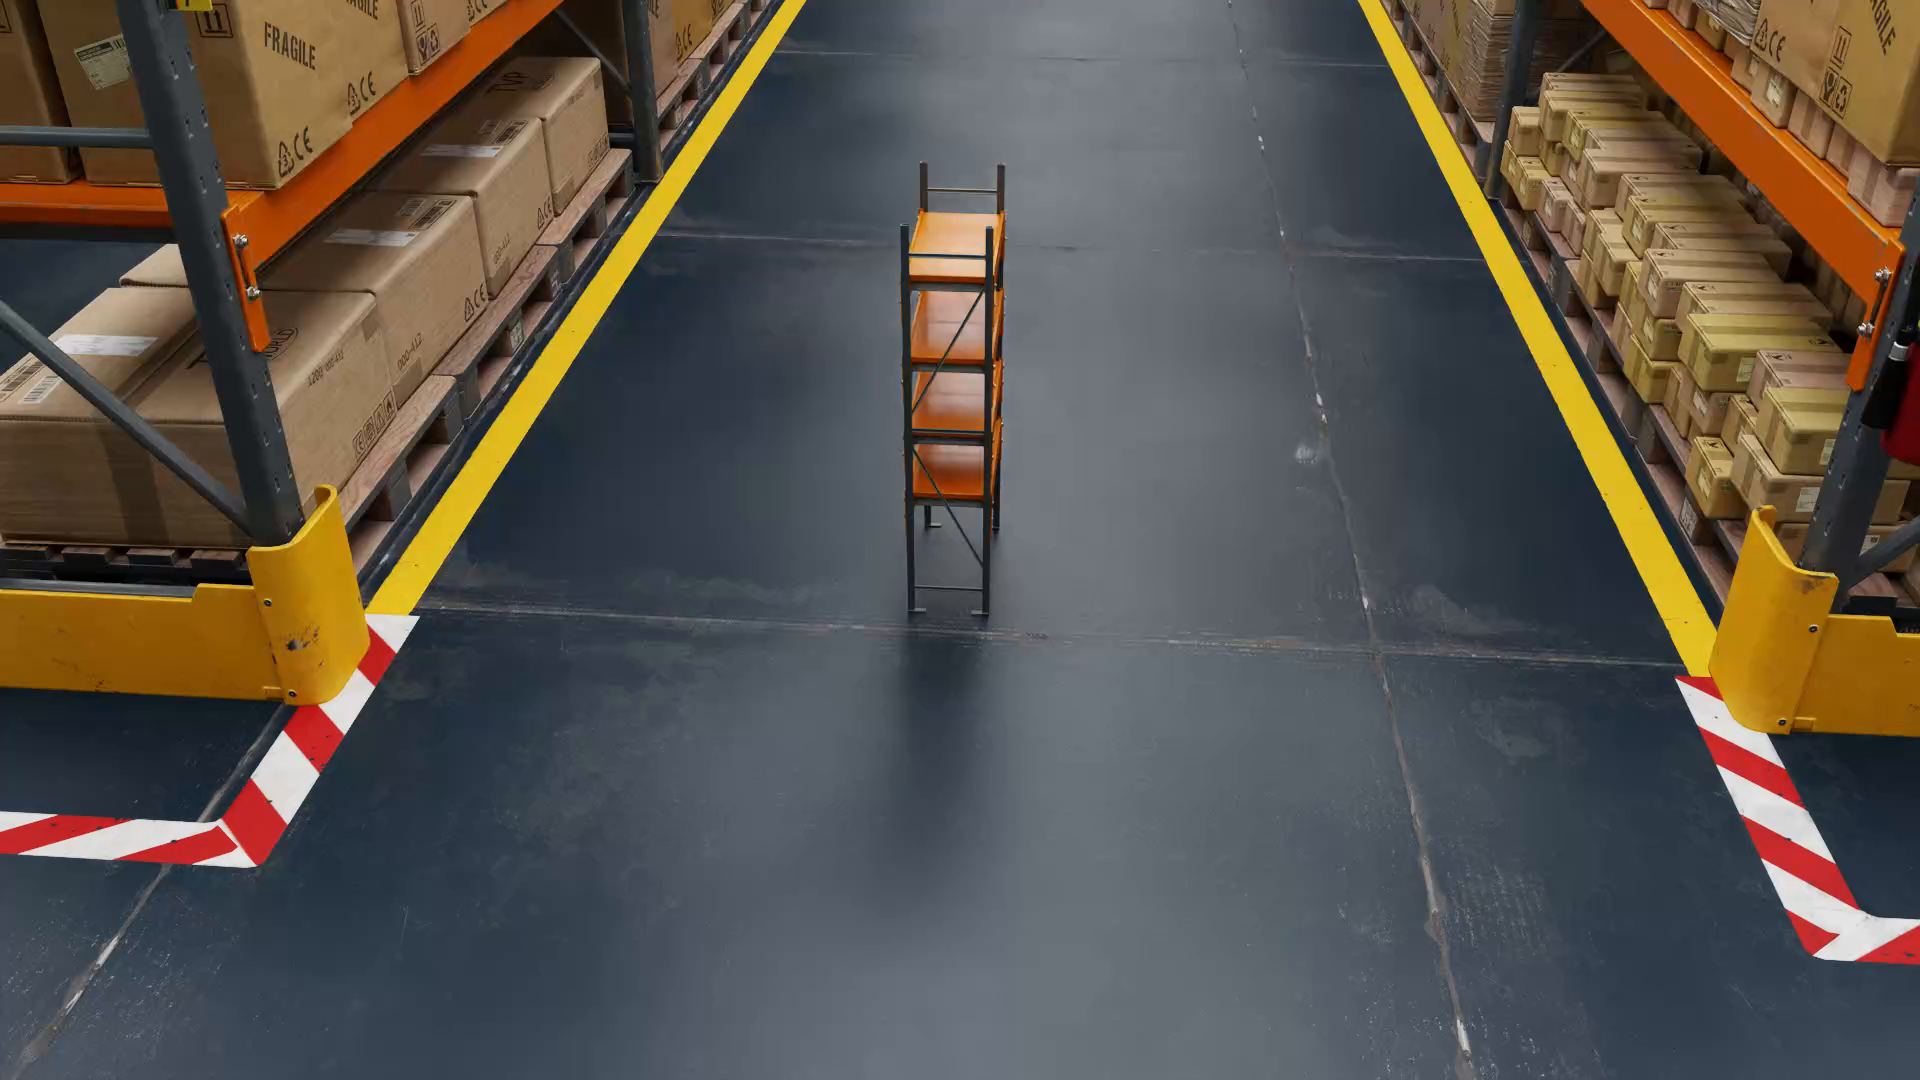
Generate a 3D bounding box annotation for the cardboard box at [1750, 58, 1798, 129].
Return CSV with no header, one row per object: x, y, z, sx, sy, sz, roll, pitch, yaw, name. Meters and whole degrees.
2.471,-1.262,4.678,0.380,0.149,0.250,3,32,5,cardboard box

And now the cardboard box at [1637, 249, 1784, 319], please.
2.479,-0.843,5.509,0.380,0.149,0.250,4,32,6,cardboard box

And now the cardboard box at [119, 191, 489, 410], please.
-2.256,-0.867,5.839,0.875,0.438,0.875,3,32,5,cardboard box

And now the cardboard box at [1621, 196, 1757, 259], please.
2.604,-1.114,5.949,0.380,0.149,0.250,3,32,4,cardboard box

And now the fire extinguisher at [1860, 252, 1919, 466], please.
2.185,-0.488,3.612,0.296,0.674,0.183,2,32,4,fire extinguisher

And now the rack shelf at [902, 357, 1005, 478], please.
-0.013,-0.367,4.830,0.258,0.148,0.480,2,32,4,rack shelf

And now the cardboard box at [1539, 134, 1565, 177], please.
2.711,-1.663,7.123,0.380,0.149,0.250,3,32,4,cardboard box

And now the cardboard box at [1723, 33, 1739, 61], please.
2.603,-1.537,5.125,0.380,0.149,0.250,1,32,2,cardboard box

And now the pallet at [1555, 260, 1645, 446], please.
2.875,-0.704,6.191,1.003,0.211,1.213,2,32,4,pallet

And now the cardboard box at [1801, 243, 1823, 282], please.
3.134,-0.959,5.696,0.380,0.149,0.250,3,32,5,cardboard box

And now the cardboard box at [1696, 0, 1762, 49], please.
2.524,-1.742,4.838,0.500,0.500,0.500,3,32,4,cardboard box

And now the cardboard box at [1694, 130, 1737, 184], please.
3.128,-1.506,6.585,0.380,0.149,0.250,3,32,6,cardboard box

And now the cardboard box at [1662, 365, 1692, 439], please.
2.535,-0.444,5.428,0.380,0.149,0.250,3,32,4,cardboard box

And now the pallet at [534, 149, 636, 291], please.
-2.091,-1.461,7.419,1.003,0.211,1.213,2,32,4,pallet

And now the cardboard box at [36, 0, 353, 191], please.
-1.951,-1.232,4.294,0.500,0.500,0.500,2,32,4,cardboard box

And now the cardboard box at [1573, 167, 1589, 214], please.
2.703,-1.393,6.685,0.380,0.149,0.250,1,32,1,cardboard box

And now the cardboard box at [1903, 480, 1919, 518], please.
2.967,-0.158,4.964,0.380,0.149,0.250,2,32,4,cardboard box

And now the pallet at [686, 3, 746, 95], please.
-1.866,-2.901,9.756,1.003,0.211,1.213,2,32,4,pallet

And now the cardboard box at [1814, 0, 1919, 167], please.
2.445,-1.207,3.971,0.500,0.500,0.500,3,32,5,cardboard box

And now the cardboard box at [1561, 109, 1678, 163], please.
2.704,-1.655,6.826,0.380,0.149,0.250,2,32,3,cardboard box

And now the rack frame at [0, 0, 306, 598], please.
-2.276,-0.950,3.933,1.000,3.000,0.127,2,32,4,rack frame

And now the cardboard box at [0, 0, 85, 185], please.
-2.501,-1.256,4.334,0.500,0.500,0.500,3,32,4,cardboard box

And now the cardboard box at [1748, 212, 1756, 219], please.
3.107,-1.114,6.232,0.380,0.149,0.250,1,32,2,cardboard box

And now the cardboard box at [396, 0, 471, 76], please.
-1.878,-1.763,5.156,0.500,0.500,0.500,2,32,4,cardboard box

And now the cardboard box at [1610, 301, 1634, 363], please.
2.535,-0.722,5.880,0.380,0.149,0.250,3,32,5,cardboard box

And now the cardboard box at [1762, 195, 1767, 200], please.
3.189,-1.219,6.120,0.380,0.149,0.250,1,32,2,cardboard box

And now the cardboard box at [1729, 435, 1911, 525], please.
2.424,-0.172,4.703,0.380,0.149,0.250,2,32,3,cardboard box

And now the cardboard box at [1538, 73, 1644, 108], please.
2.757,-1.930,7.273,0.380,0.149,0.250,4,32,6,cardboard box

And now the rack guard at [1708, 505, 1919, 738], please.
2.672,0.233,4.396,1.175,0.500,0.348,2,32,4,rack guard

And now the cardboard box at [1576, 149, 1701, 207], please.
2.603,-1.388,6.393,0.380,0.149,0.250,3,32,5,cardboard box

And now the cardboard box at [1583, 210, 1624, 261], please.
2.573,-1.121,6.243,0.380,0.149,0.250,2,32,4,cardboard box

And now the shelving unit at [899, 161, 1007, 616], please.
-0.013,-0.424,4.795,0.258,1.200,0.503,2,32,4,shelving unit

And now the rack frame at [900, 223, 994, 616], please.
-0.033,-0.297,4.588,0.240,1.200,0.015,2,32,4,rack frame

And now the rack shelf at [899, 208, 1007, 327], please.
-0.013,-0.759,4.589,0.258,0.148,0.480,2,32,4,rack shelf

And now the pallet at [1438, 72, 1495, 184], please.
3.053,-2.103,8.462,1.003,0.211,1.213,2,32,4,pallet

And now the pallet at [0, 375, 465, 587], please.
-2.289,-0.185,5.349,1.003,0.211,1.213,2,32,4,pallet

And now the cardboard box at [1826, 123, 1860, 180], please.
2.468,-0.996,4.246,0.380,0.149,0.250,2,32,4,cardboard box

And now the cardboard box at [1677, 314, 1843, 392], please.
2.428,-0.568,5.062,0.380,0.149,0.250,2,32,3,cardboard box

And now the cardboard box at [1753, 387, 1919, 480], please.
2.456,-0.298,4.624,0.380,0.149,0.250,3,32,5,cardboard box

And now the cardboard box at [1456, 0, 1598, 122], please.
2.800,-2.396,8.261,0.500,0.500,0.500,2,32,3,cardboard box

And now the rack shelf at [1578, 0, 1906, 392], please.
2.828,-1.531,5.561,1.077,0.370,4.000,2,32,4,rack shelf

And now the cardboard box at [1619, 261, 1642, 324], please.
2.533,-0.848,5.801,0.380,0.149,0.250,4,32,6,cardboard box

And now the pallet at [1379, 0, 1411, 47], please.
3.252,-3.379,10.532,1.003,0.211,1.213,2,32,4,pallet

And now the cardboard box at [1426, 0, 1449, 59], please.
2.888,-2.932,9.131,0.500,0.500,0.500,2,32,3,cardboard box

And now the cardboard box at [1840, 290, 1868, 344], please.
3.035,-0.678,5.242,0.380,0.149,0.250,1,32,2,cardboard box

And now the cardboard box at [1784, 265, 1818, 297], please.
3.011,-0.835,5.779,0.380,0.149,0.250,4,32,7,cardboard box

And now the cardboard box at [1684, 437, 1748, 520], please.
2.420,-0.180,5.000,0.380,0.149,0.250,3,32,5,cardboard box

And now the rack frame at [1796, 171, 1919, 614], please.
2.665,-0.792,3.676,1.000,3.000,0.127,2,32,4,rack frame

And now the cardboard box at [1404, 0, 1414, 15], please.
2.967,-3.468,10.000,0.500,0.500,0.500,3,32,5,cardboard box

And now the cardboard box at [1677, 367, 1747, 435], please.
2.464,-0.443,5.144,0.380,0.149,0.250,1,32,2,cardboard box

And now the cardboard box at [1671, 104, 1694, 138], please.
3.240,-1.769,7.012,0.380,0.149,0.250,3,32,5,cardboard box

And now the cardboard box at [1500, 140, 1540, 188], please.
2.641,-1.672,7.421,0.380,0.149,0.250,1,32,2,cardboard box

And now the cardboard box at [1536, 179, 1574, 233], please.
2.651,-1.400,6.980,0.380,0.149,0.250,2,32,4,cardboard box

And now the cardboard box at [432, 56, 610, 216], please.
-2.109,-1.806,7.364,0.875,0.438,0.875,2,32,3,cardboard box

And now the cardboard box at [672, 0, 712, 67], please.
-1.914,-3.116,9.073,0.875,0.875,0.875,3,32,5,cardboard box

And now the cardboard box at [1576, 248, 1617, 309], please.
2.576,-0.992,6.317,0.380,0.149,0.250,2,32,3,cardboard box

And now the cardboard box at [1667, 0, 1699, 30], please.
2.607,-1.809,5.566,0.380,0.149,0.250,4,32,6,cardboard box
